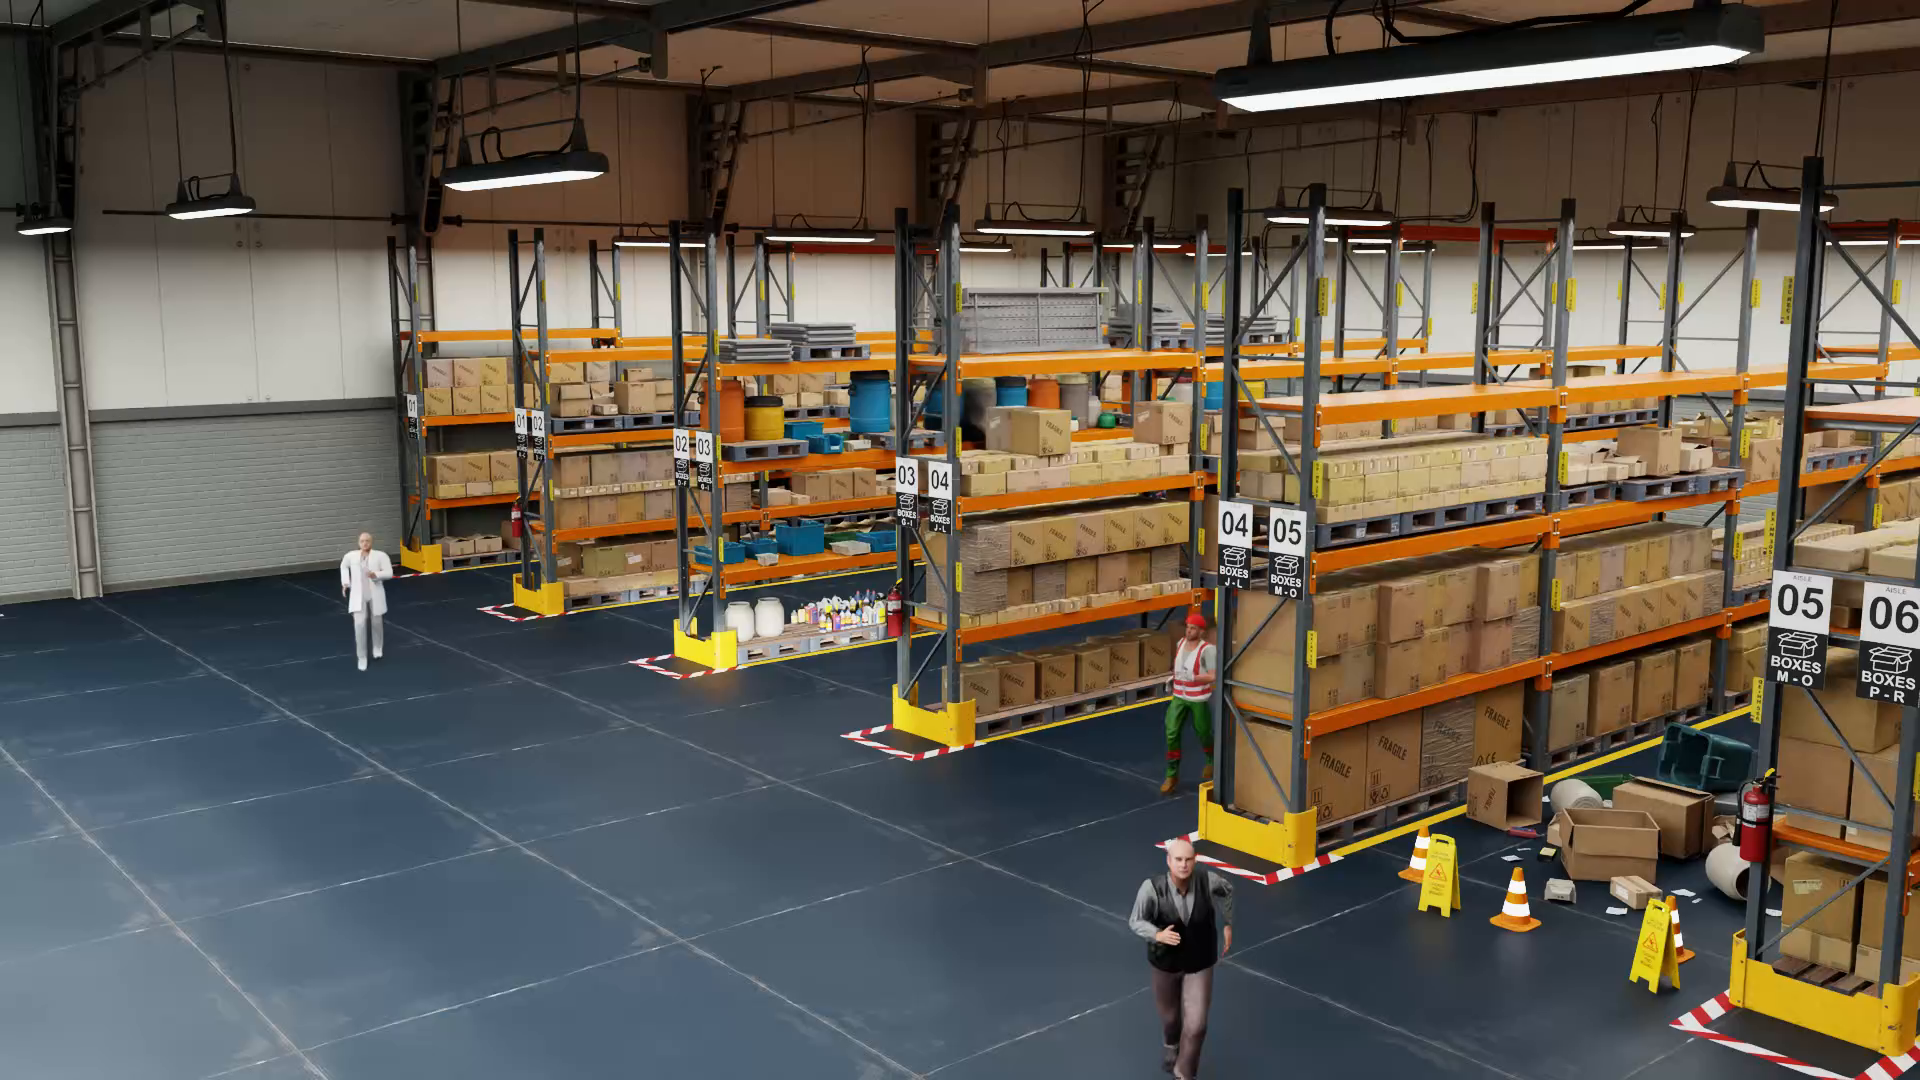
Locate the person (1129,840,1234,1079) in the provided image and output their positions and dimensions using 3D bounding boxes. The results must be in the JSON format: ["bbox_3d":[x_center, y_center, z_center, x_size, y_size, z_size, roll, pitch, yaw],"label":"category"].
[{"bbox_3d":[1.404,2.723,10.573,0.678,1.764,0.853,1,9,4],"label":"person"}]

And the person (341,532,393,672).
[{"bbox_3d":[-8.064,0.807,22.655,0.681,1.836,0.909,-3,9,-17],"label":"person"}]

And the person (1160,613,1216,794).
[{"bbox_3d":[2.386,1.650,17.104,0.655,1.825,0.856,7,11,38],"label":"person"}]
